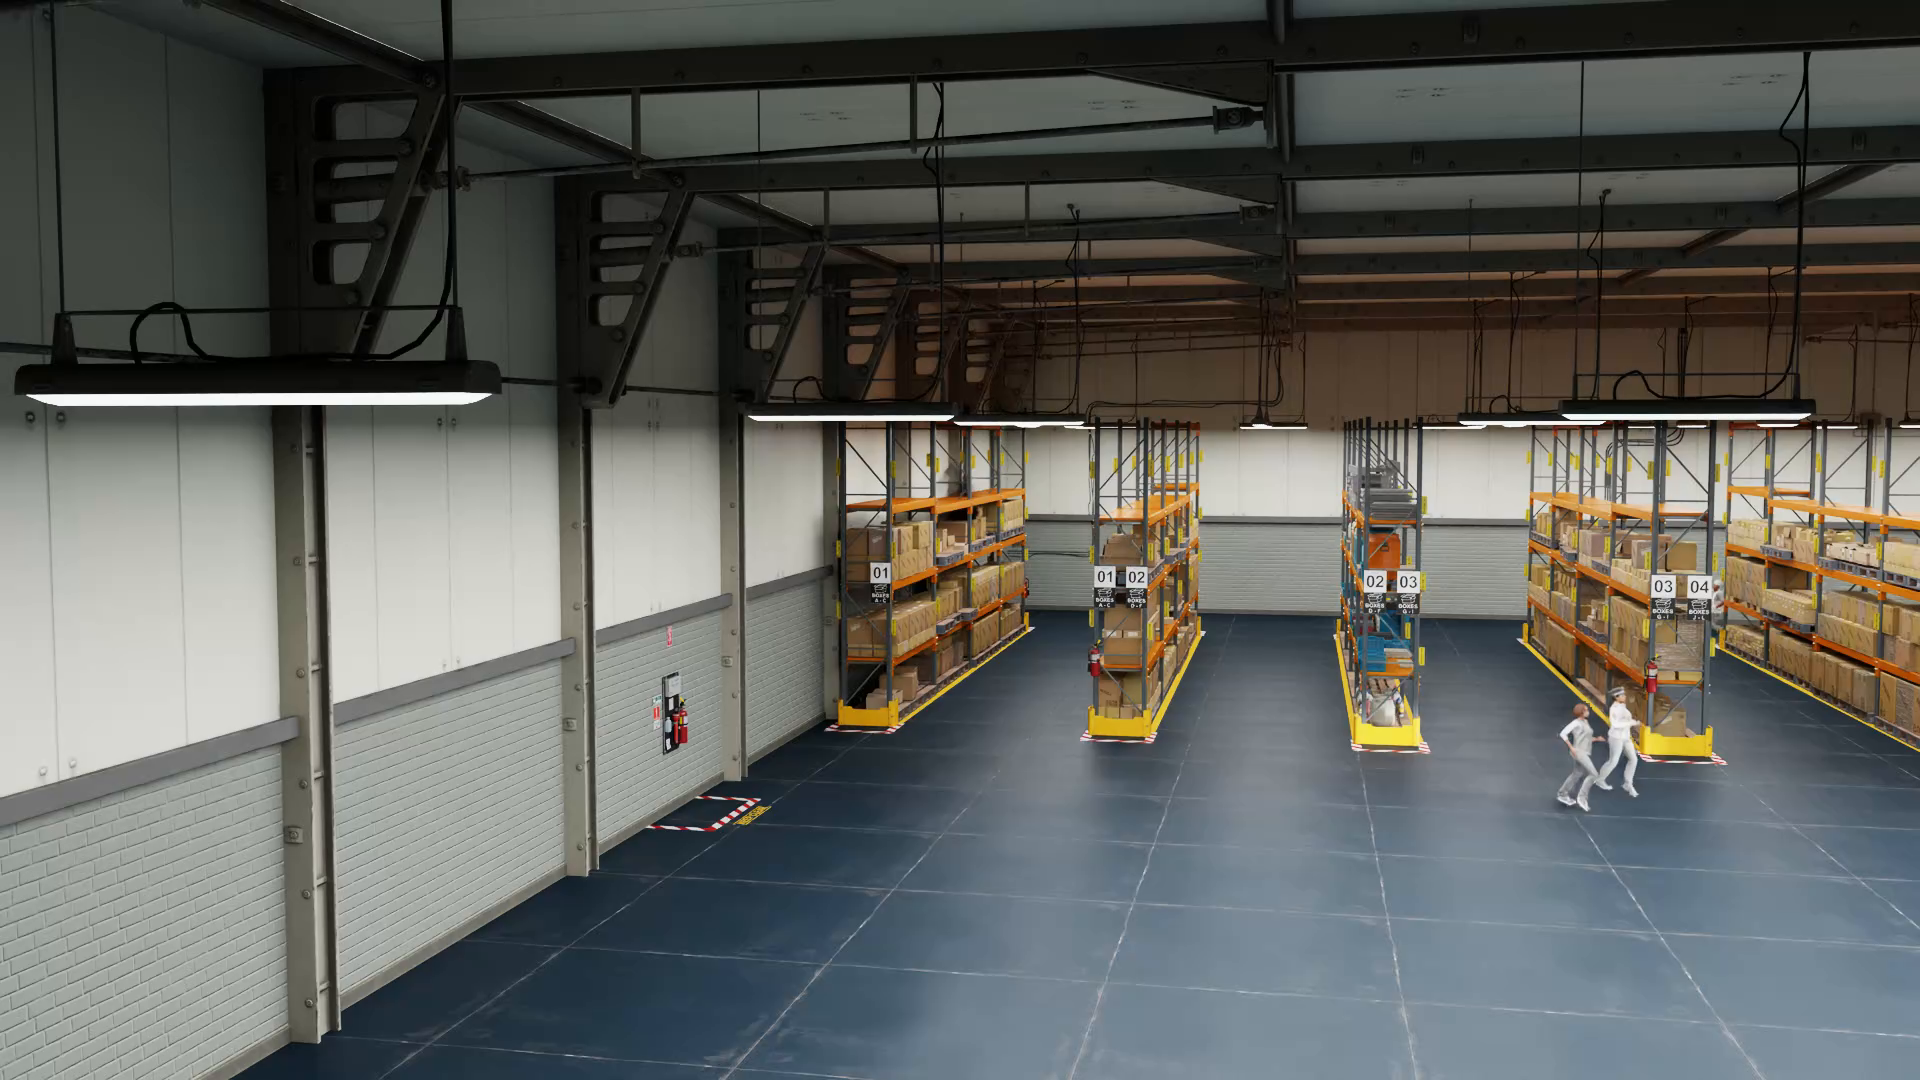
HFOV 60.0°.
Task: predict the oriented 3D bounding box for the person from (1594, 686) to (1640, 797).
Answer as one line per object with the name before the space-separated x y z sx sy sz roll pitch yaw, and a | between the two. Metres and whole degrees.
person | 10.406 3.170 26.262 0.595 1.751 0.710 -4 5 -44

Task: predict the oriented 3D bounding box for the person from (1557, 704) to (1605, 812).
person | 9.408 3.299 25.202 0.691 1.603 0.503 2 4 31

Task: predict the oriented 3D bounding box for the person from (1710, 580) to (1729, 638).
person | 20.546 1.948 45.154 0.732 1.750 0.730 0 4 3
